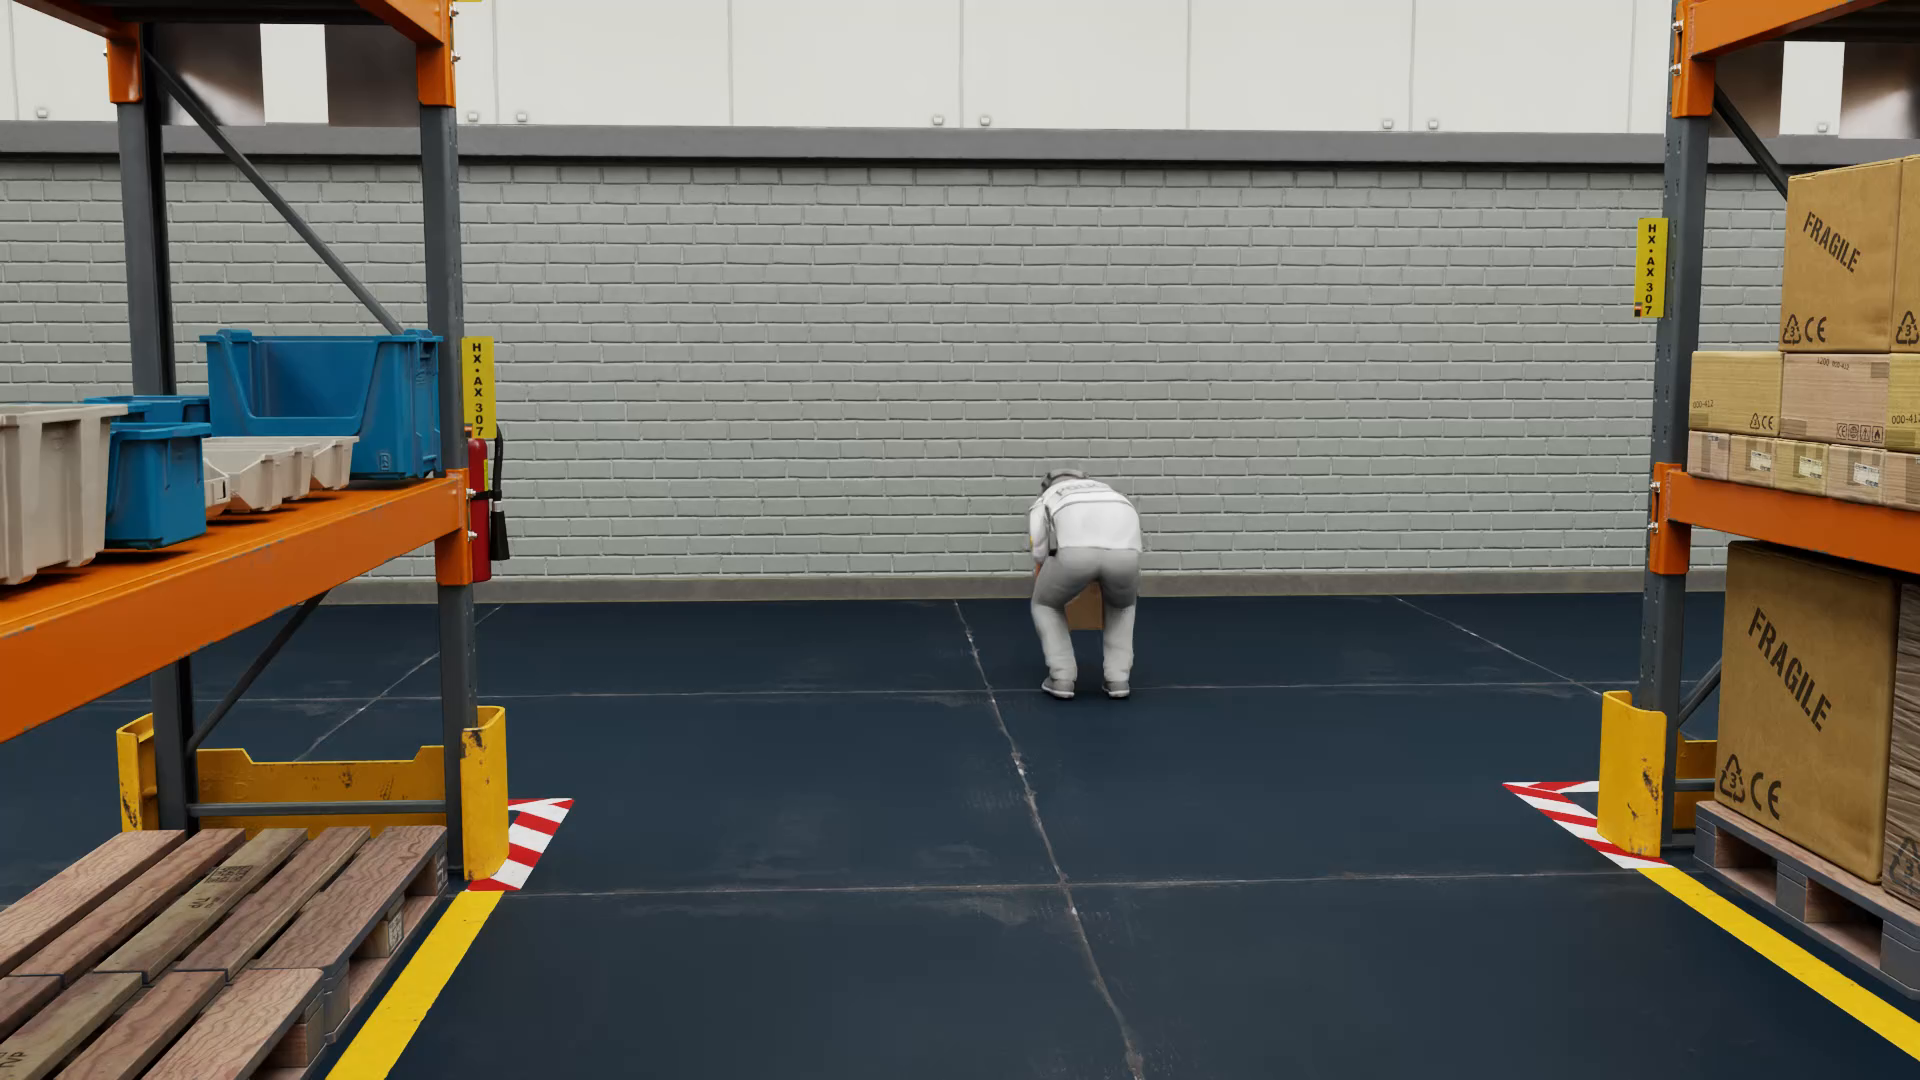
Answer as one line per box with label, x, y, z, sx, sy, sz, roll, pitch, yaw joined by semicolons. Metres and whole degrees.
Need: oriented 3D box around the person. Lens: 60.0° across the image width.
person;0.611;0.205;8.353;0.536;1.077;1.034;-1;7;-6
